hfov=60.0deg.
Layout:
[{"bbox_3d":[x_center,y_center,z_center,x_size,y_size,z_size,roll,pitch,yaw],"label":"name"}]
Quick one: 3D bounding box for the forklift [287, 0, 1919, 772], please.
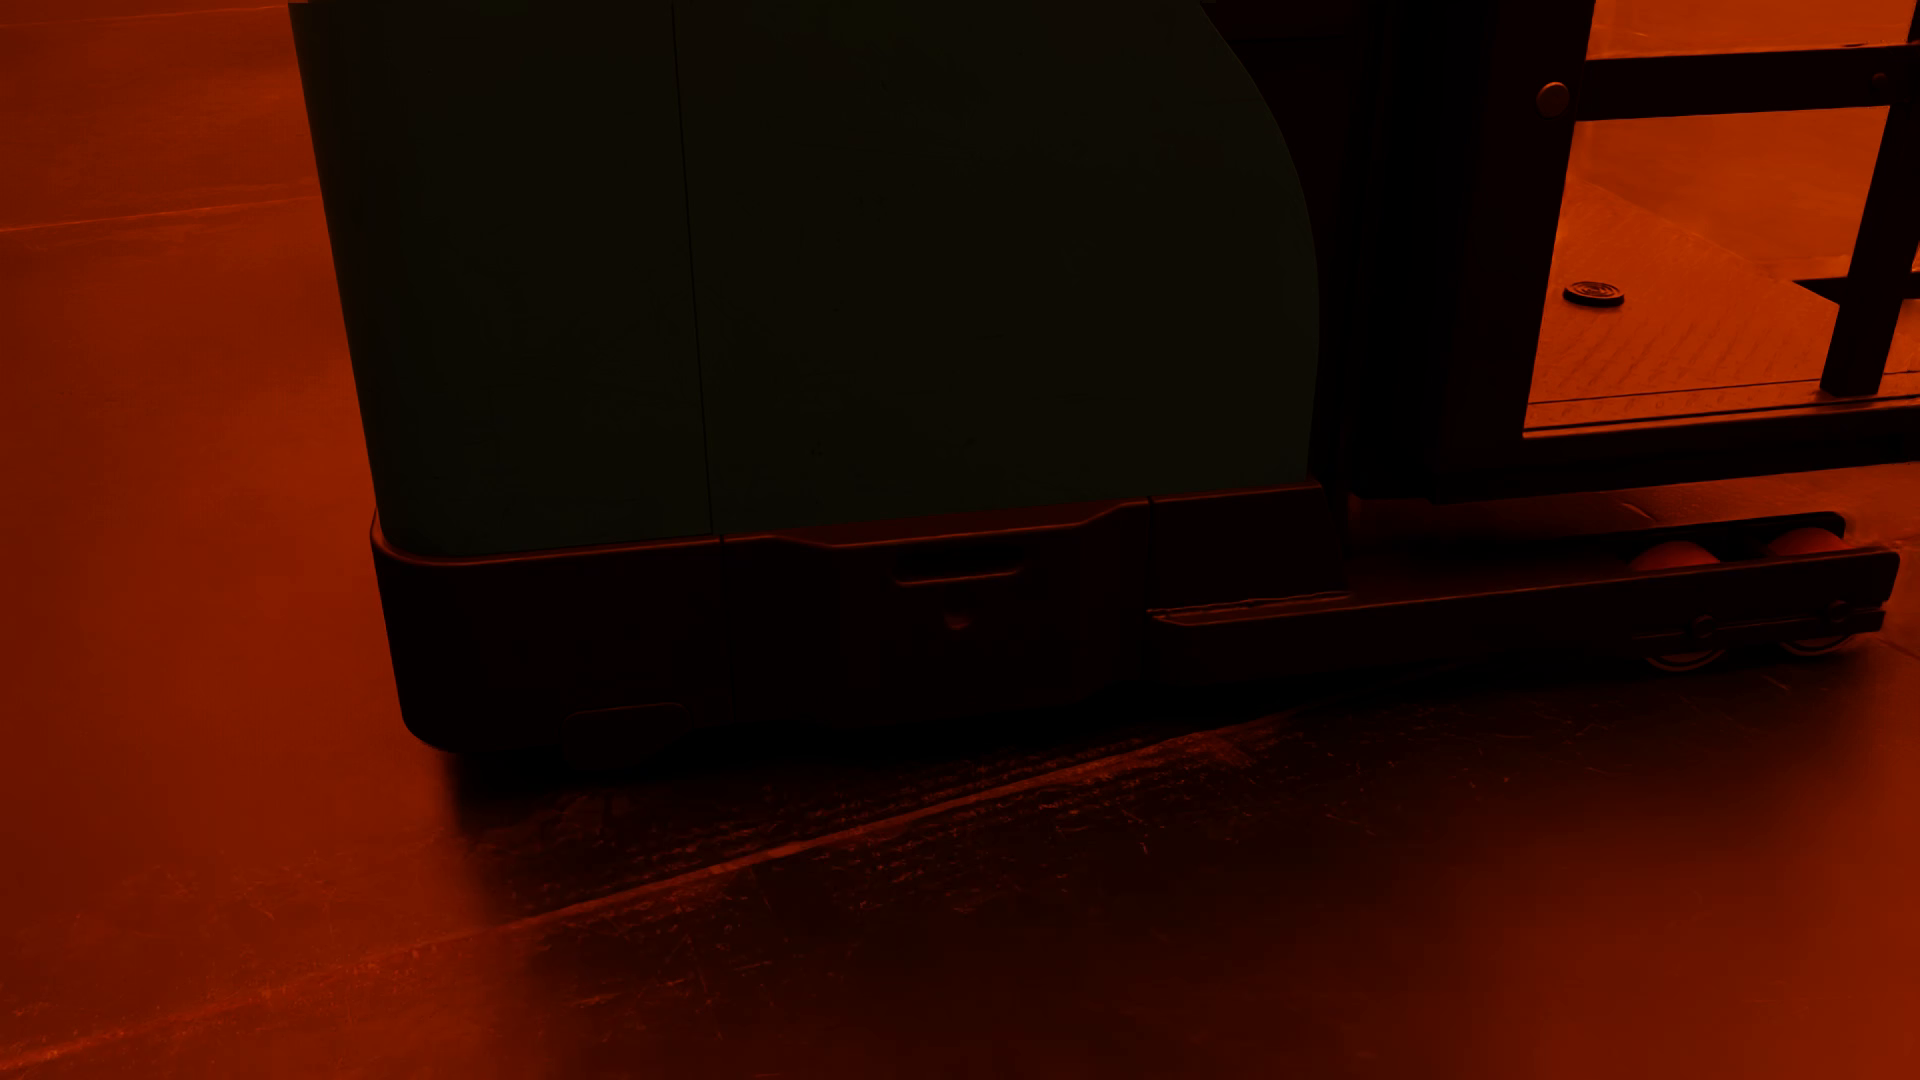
[{"bbox_3d":[0.747,-1.364,1.948,3.031,2.935,1.130,-5,28,-10],"label":"forklift"}]
